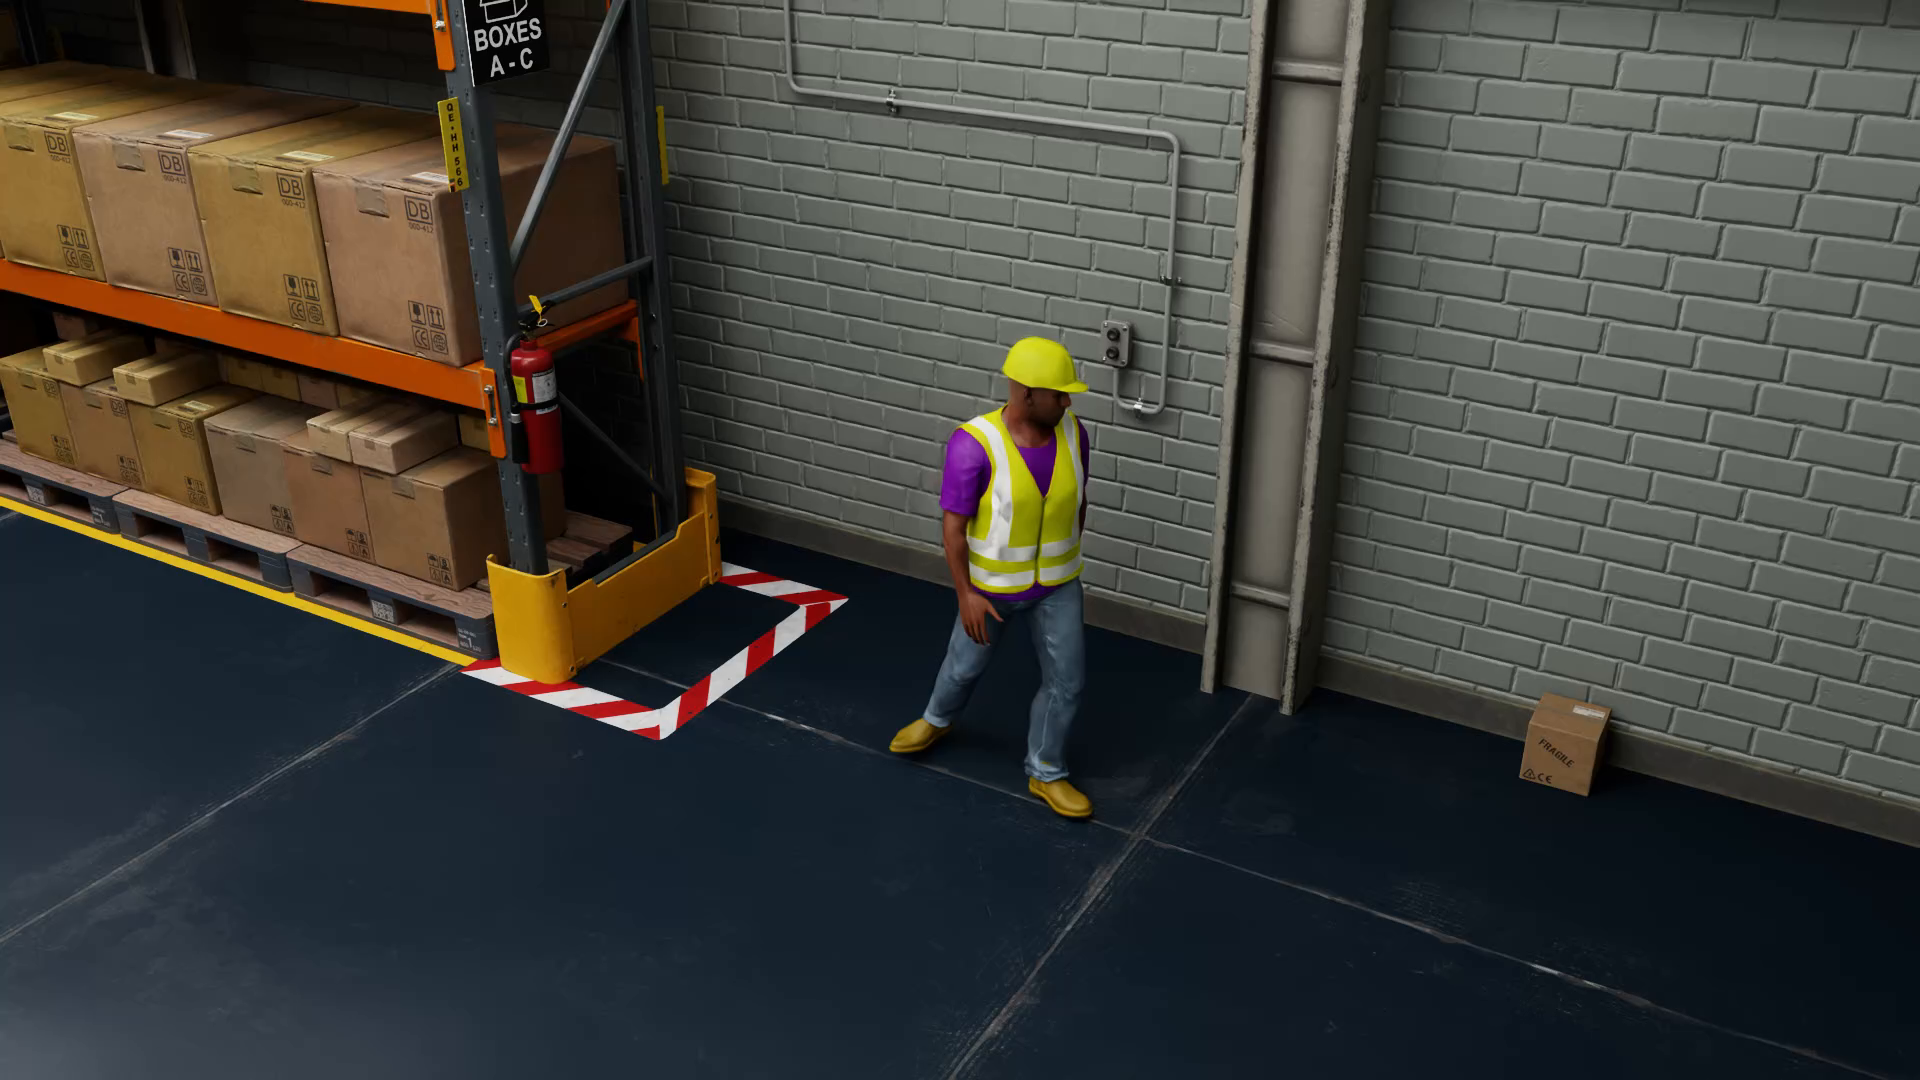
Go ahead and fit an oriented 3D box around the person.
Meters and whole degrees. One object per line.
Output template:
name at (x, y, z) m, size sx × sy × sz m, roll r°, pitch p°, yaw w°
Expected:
person at (0.135, 0.114, 5.857) m, size 0.702 × 1.749 × 0.729 m, roll -8°, pitch 28°, yaw -16°
